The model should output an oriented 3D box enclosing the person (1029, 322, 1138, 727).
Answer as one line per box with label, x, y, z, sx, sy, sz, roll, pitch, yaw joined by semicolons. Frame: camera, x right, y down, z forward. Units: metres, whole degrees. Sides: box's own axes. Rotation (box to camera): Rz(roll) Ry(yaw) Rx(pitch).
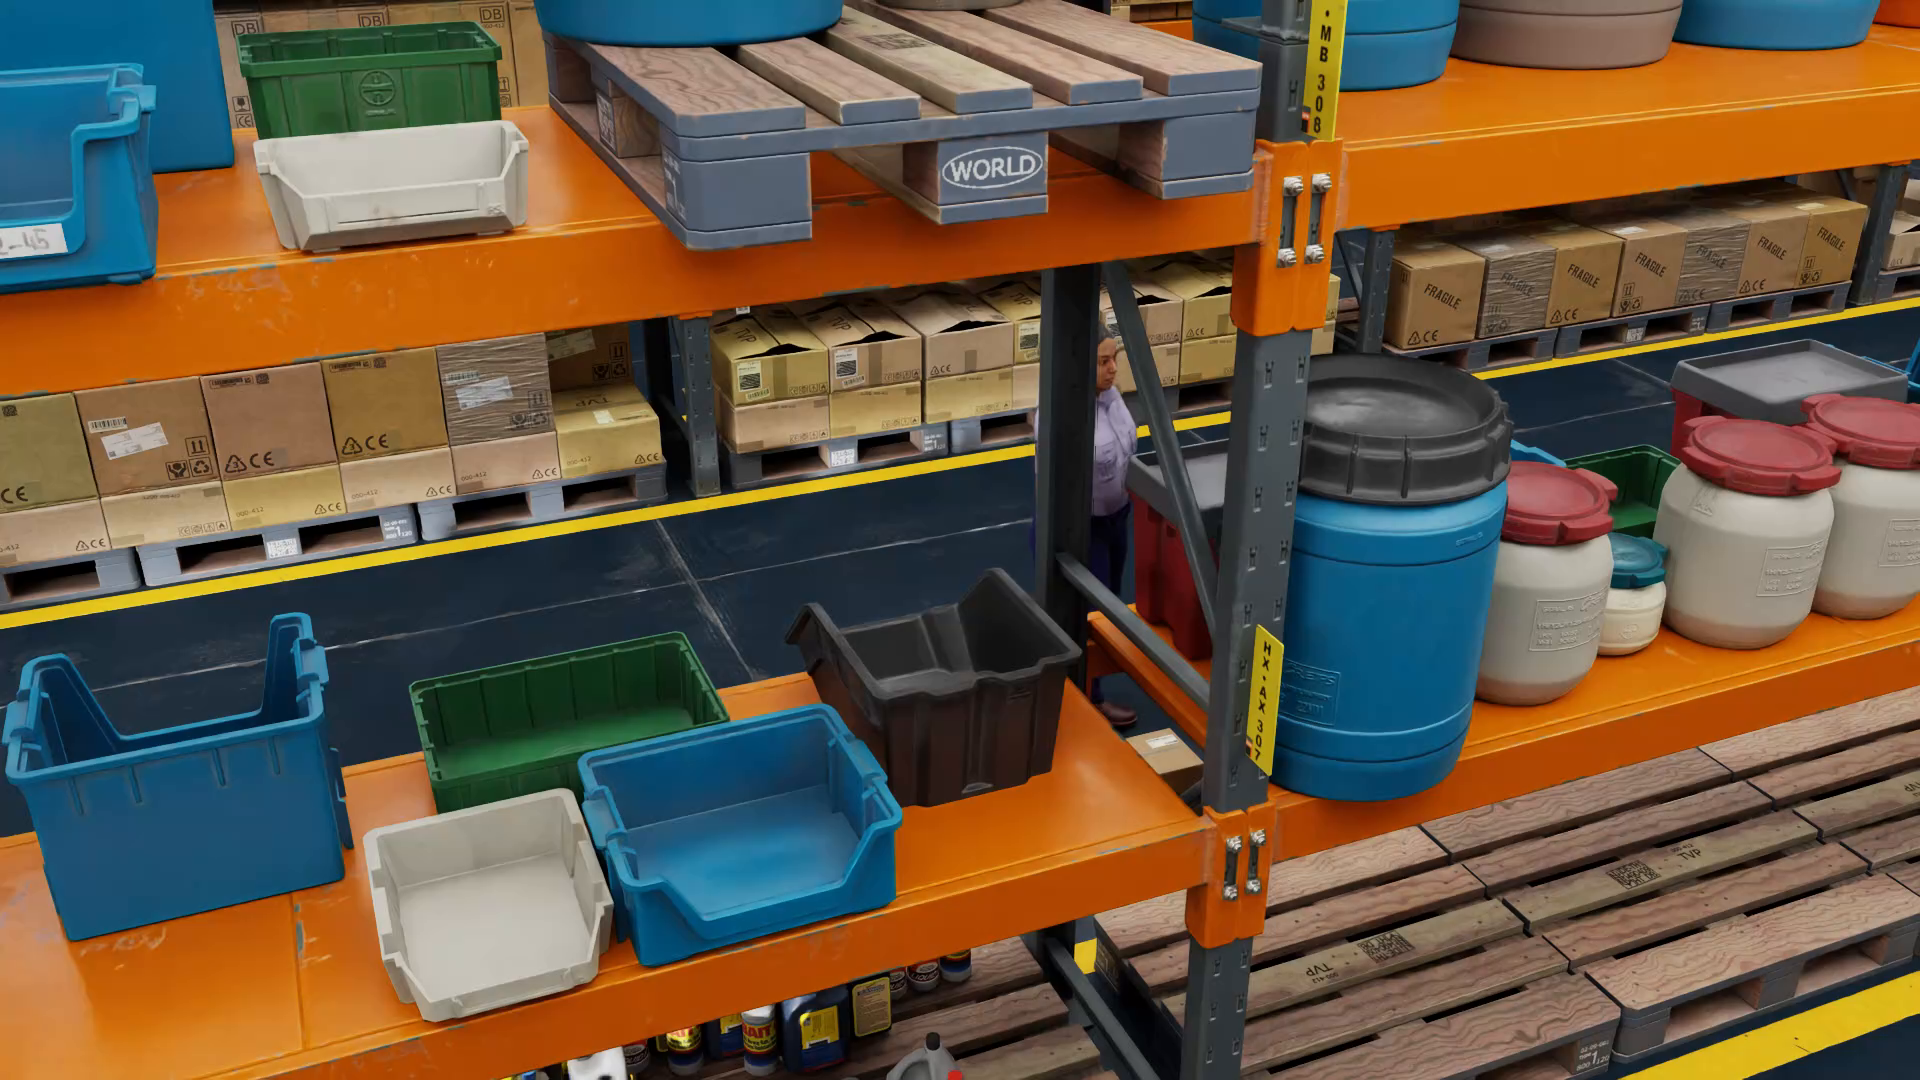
person;0.459;-0.026;6.155;0.444;1.647;0.492;16;30;29
